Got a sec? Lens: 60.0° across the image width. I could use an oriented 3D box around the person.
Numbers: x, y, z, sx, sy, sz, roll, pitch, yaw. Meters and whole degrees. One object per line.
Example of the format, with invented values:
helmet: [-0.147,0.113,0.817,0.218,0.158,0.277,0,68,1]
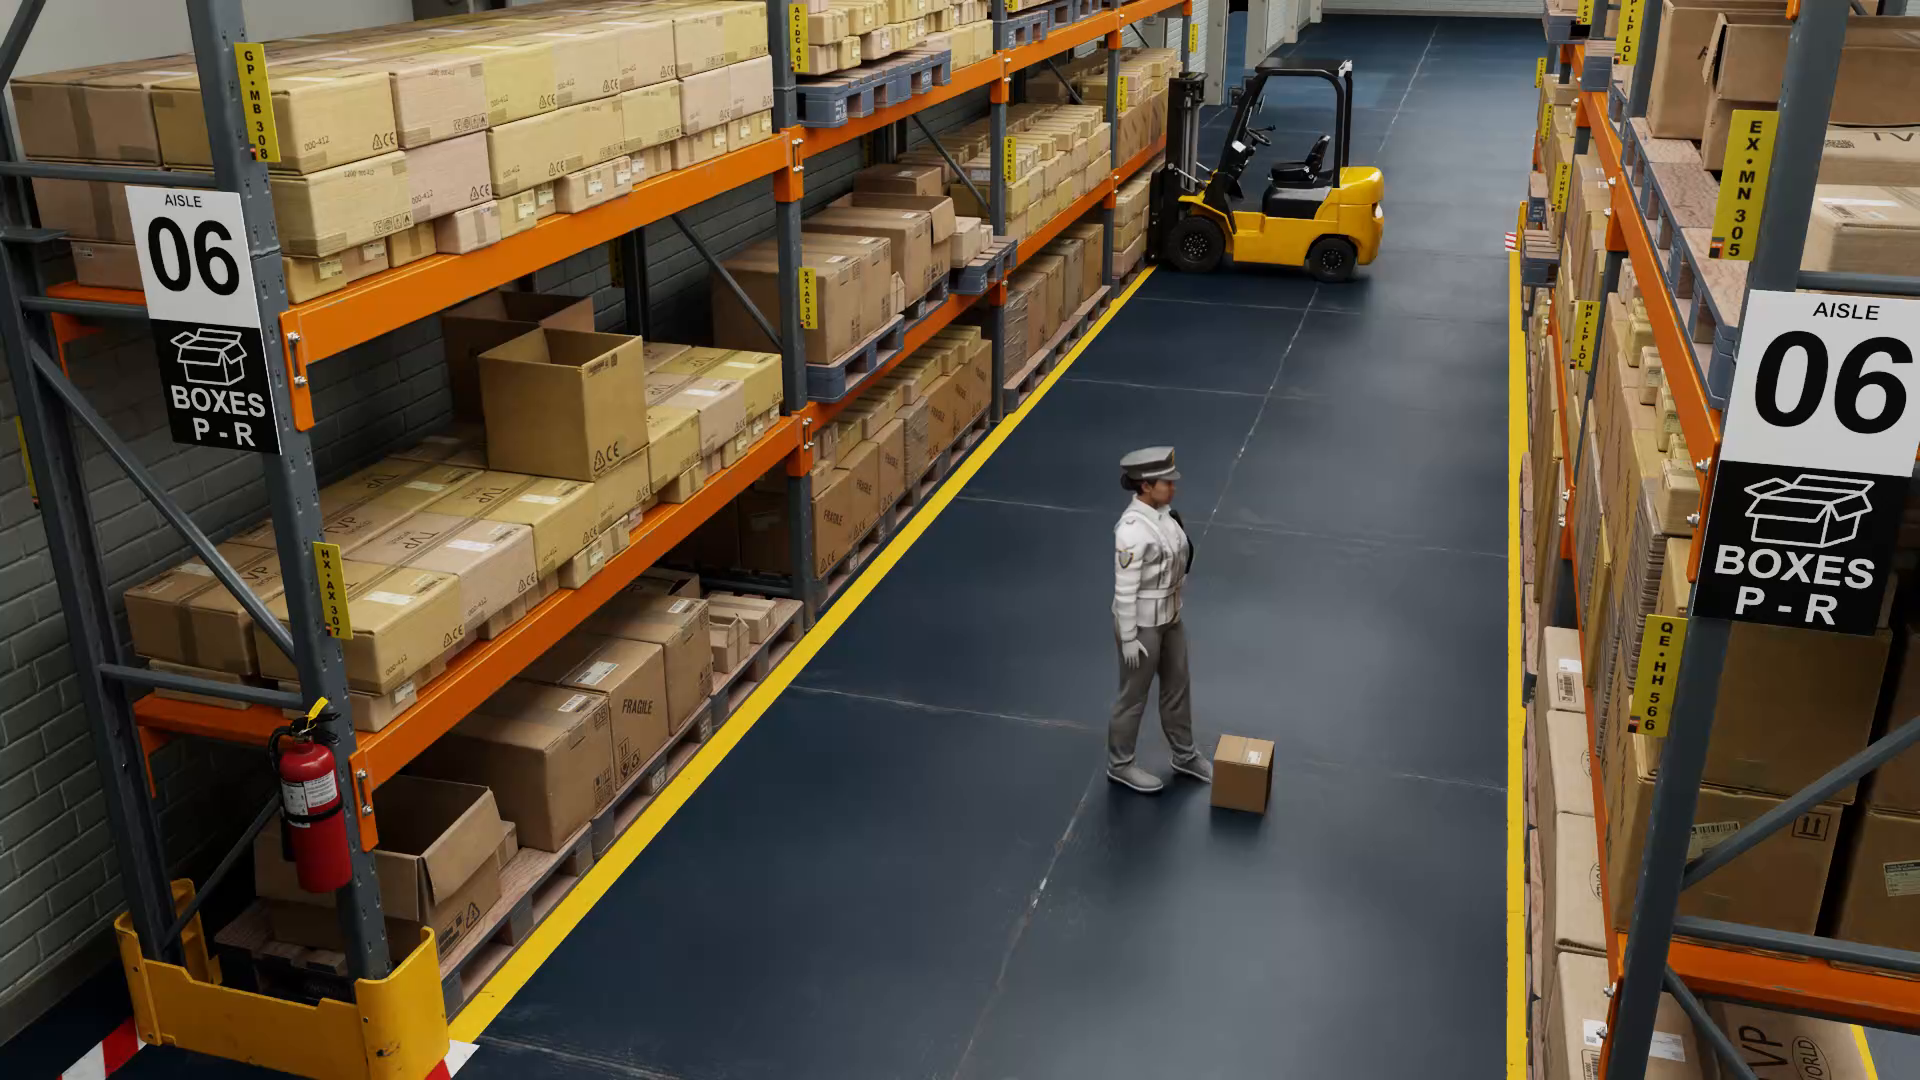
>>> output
person: [0.978,0.379,7.621,0.540,1.689,0.406,10,24,23]
